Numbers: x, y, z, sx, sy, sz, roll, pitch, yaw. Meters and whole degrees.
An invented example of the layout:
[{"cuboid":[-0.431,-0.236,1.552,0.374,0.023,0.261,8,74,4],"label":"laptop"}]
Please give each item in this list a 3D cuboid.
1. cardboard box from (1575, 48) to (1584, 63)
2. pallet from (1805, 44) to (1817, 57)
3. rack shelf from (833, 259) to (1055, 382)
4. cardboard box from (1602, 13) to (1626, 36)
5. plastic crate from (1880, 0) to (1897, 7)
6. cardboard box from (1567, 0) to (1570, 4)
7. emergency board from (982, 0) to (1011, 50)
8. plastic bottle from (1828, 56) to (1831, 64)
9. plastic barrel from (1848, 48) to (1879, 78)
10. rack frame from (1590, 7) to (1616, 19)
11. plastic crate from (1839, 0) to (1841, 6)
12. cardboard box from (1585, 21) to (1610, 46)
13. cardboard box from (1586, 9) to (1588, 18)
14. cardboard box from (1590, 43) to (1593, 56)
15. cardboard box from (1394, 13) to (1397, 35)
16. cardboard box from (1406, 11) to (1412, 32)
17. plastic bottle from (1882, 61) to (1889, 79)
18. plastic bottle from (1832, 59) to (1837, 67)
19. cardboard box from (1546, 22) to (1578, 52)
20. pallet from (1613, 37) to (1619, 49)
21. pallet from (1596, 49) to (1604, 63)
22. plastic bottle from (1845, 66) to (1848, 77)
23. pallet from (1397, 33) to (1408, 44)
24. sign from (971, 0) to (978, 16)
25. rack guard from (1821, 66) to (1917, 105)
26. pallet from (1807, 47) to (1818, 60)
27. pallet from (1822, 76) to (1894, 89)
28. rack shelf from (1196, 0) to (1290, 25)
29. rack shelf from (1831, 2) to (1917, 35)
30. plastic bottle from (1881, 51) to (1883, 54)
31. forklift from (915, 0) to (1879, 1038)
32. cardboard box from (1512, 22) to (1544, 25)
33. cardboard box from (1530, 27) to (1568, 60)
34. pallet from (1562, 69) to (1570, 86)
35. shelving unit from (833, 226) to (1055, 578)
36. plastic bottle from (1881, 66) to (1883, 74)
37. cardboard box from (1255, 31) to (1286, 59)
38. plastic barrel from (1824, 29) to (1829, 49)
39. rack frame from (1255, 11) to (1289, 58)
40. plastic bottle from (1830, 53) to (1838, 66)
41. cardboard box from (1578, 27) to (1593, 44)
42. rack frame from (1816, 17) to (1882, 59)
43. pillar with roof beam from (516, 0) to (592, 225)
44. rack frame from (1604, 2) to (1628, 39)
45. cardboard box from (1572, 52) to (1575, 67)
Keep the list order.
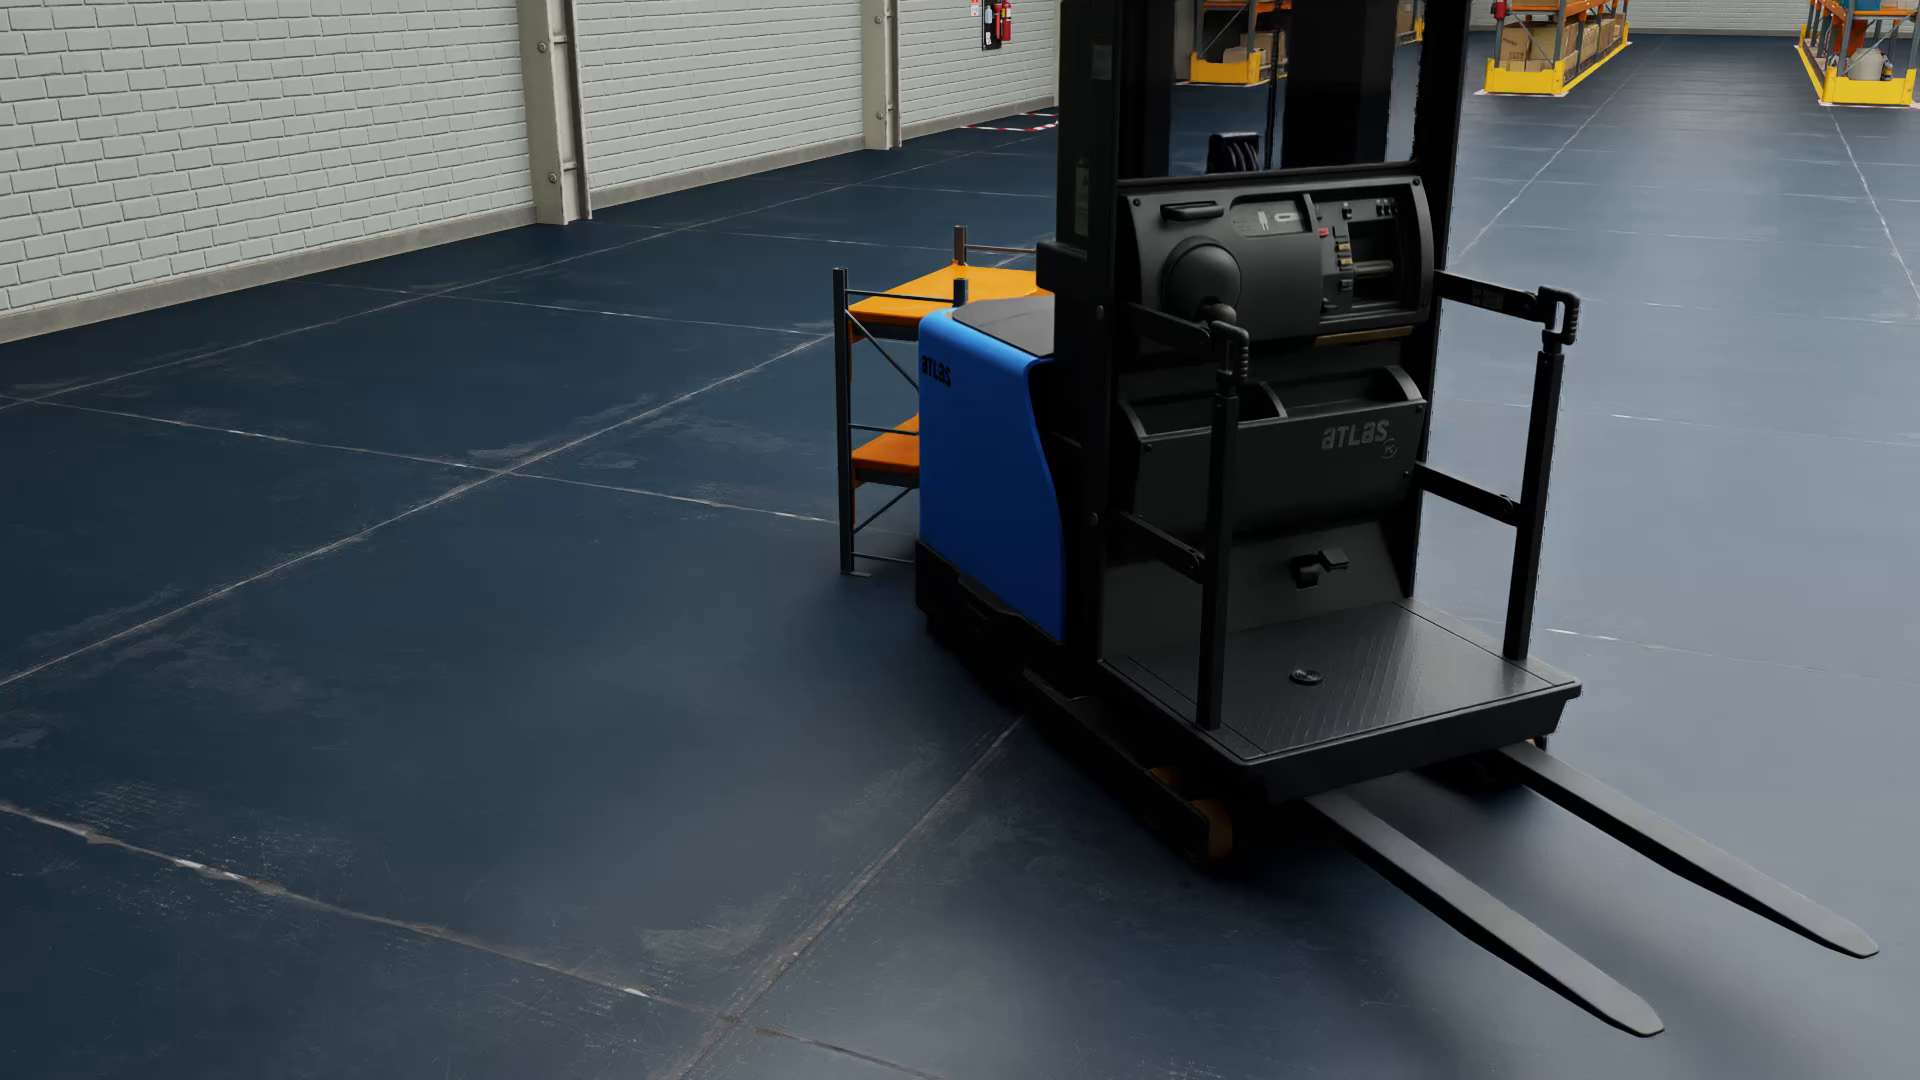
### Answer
[{"cuboid":[11.067,-8.825,30.285,0.500,0.250,0.500,8,21,21],"label":"cardboard box"},{"cuboid":[18.735,-10.515,35.720,1.003,0.211,1.213,9,21,23],"label":"pallet"},{"cuboid":[0.003,-0.808,6.188,0.538,0.278,1.000,9,21,23],"label":"rack shelf"},{"cuboid":[15.592,-12.331,39.741,0.500,0.500,0.500,9,21,23],"label":"cardboard box"},{"cuboid":[14.760,-8.497,26.279,0.530,0.136,0.437,9,21,23],"label":"plastic crate"},{"cuboid":[9.872,-9.273,27.916,0.700,0.500,0.500,9,22,24],"label":"cardboard box"},{"cuboid":[0.511,-7.038,21.781,0.194,1.169,0.643,9,21,23],"label":"emergency board"},{"cuboid":[14.556,-7.937,27.718,0.152,0.276,0.135,9,22,25],"label":"plastic bottle"},{"cuboid":[13.961,-7.321,25.663,0.421,0.512,0.421,0,20,0],"label":"plastic barrel"},{"cuboid":[13.952,-12.279,36.520,1.000,3.000,0.127,9,21,23],"label":"rack frame"},{"cuboid":[14.380,-8.677,26.706,0.450,0.188,0.662,9,21,23],"label":"plastic crate"},{"cuboid":[13.389,-10.660,35.039,0.500,0.500,0.500,8,21,21],"label":"cardboard box"},{"cuboid":[13.122,-11.242,35.558,0.500,0.250,0.500,9,21,23],"label":"cardboard box"},{"cuboid":[11.905,-9.453,32.050,0.500,0.250,0.500,9,22,24],"label":"cardboard box"},{"cuboid":[10.040,-12.346,39.810,0.700,0.500,0.500,8,21,22],"label":"cardboard box"},{"cuboid":[10.874,-12.973,41.574,0.700,0.500,0.500,9,21,23],"label":"cardboard box"},{"cuboid":[14.723,-7.468,26.407,0.097,0.271,0.097,0,20,0],"label":"plastic bottle"},{"cuboid":[13.939,-7.517,26.527,0.061,0.283,0.133,9,22,24],"label":"plastic bottle"},{"cuboid":[10.470,-8.766,29.000,0.500,0.500,0.500,9,21,23],"label":"cardboard box"},{"cuboid":[14.732,-11.549,38.629,1.003,0.211,1.213,9,21,23],"label":"pallet"},{"cuboid":[12.654,-9.966,34.176,1.003,0.211,1.213,9,21,23],"label":"pallet"},{"cuboid":[14.214,-7.545,26.727,0.097,0.201,0.097,0,20,0],"label":"plastic bottle"},{"cuboid":[10.312,-12.240,40.571,1.003,0.211,1.213,9,21,23],"label":"pallet"},{"cuboid":[0.191,-6.900,21.340,0.001,0.329,0.234,9,21,23],"label":"sign"},{"cuboid":[13.544,-6.782,24.793,1.175,0.500,0.348,9,21,23],"label":"rack guard"},{"cuboid":[18.116,-10.054,34.425,1.003,0.211,1.213,9,21,23],"label":"pallet"},{"cuboid":[14.382,-7.265,26.582,1.003,0.211,1.213,9,21,23],"label":"pallet"},{"cuboid":[5.336,-9.562,29.953,1.077,0.370,4.000,9,21,23],"label":"rack shelf"},{"cuboid":[14.375,-8.202,26.130,1.077,0.370,4.000,9,21,23],"label":"rack shelf"},{"cuboid":[15.193,-7.876,27.434,0.144,0.351,0.185,8,21,21],"label":"plastic bottle"},{"cuboid":[0.942,-0.734,4.160,1.130,2.935,3.031,-9,22,-24],"label":"forklift"},{"cuboid":[9.791,-8.685,28.770,0.500,0.500,0.500,9,21,23],"label":"cardboard box"},{"cuboid":[9.664,-8.153,27.275,0.500,0.500,0.500,9,21,23],"label":"cardboard box"},{"cuboid":[9.814,-7.908,28.390,1.003,0.211,1.213,9,21,23],"label":"pallet"},{"cuboid":[0.003,-0.532,6.286,0.538,1.125,1.048,9,21,23],"label":"shelving unit"},{"cuboid":[14.888,-7.559,26.766,0.097,0.201,0.097,0,20,0],"label":"plastic bottle"},{"cuboid":[5.767,-9.219,30.989,0.500,0.500,0.500,7,21,19],"label":"cardboard box"},{"cuboid":[17.628,-10.083,33.431,0.421,0.512,0.421,0,20,0],"label":"plastic barrel"},{"cuboid":[6.155,-10.512,31.551,1.000,3.000,0.127,9,21,23],"label":"rack frame"},{"cuboid":[14.233,-7.735,27.037,0.144,0.351,0.185,8,21,22],"label":"plastic bottle"},{"cuboid":[11.701,-9.562,31.521,0.500,0.311,0.500,9,22,24],"label":"cardboard box"},{"cuboid":[16.832,-10.376,31.167,1.000,3.000,0.127,9,21,23],"label":"rack frame"},{"cuboid":[0.571,-6.355,10.910,9.100,9.000,0.400,9,21,23],"label":"pillar with roof beam"},{"cuboid":[15.590,-13.502,39.958,1.000,3.000,0.127,9,21,23],"label":"rack frame"},{"cuboid":[10.472,-8.413,29.125,0.500,0.250,0.500,9,21,23],"label":"cardboard box"}]
